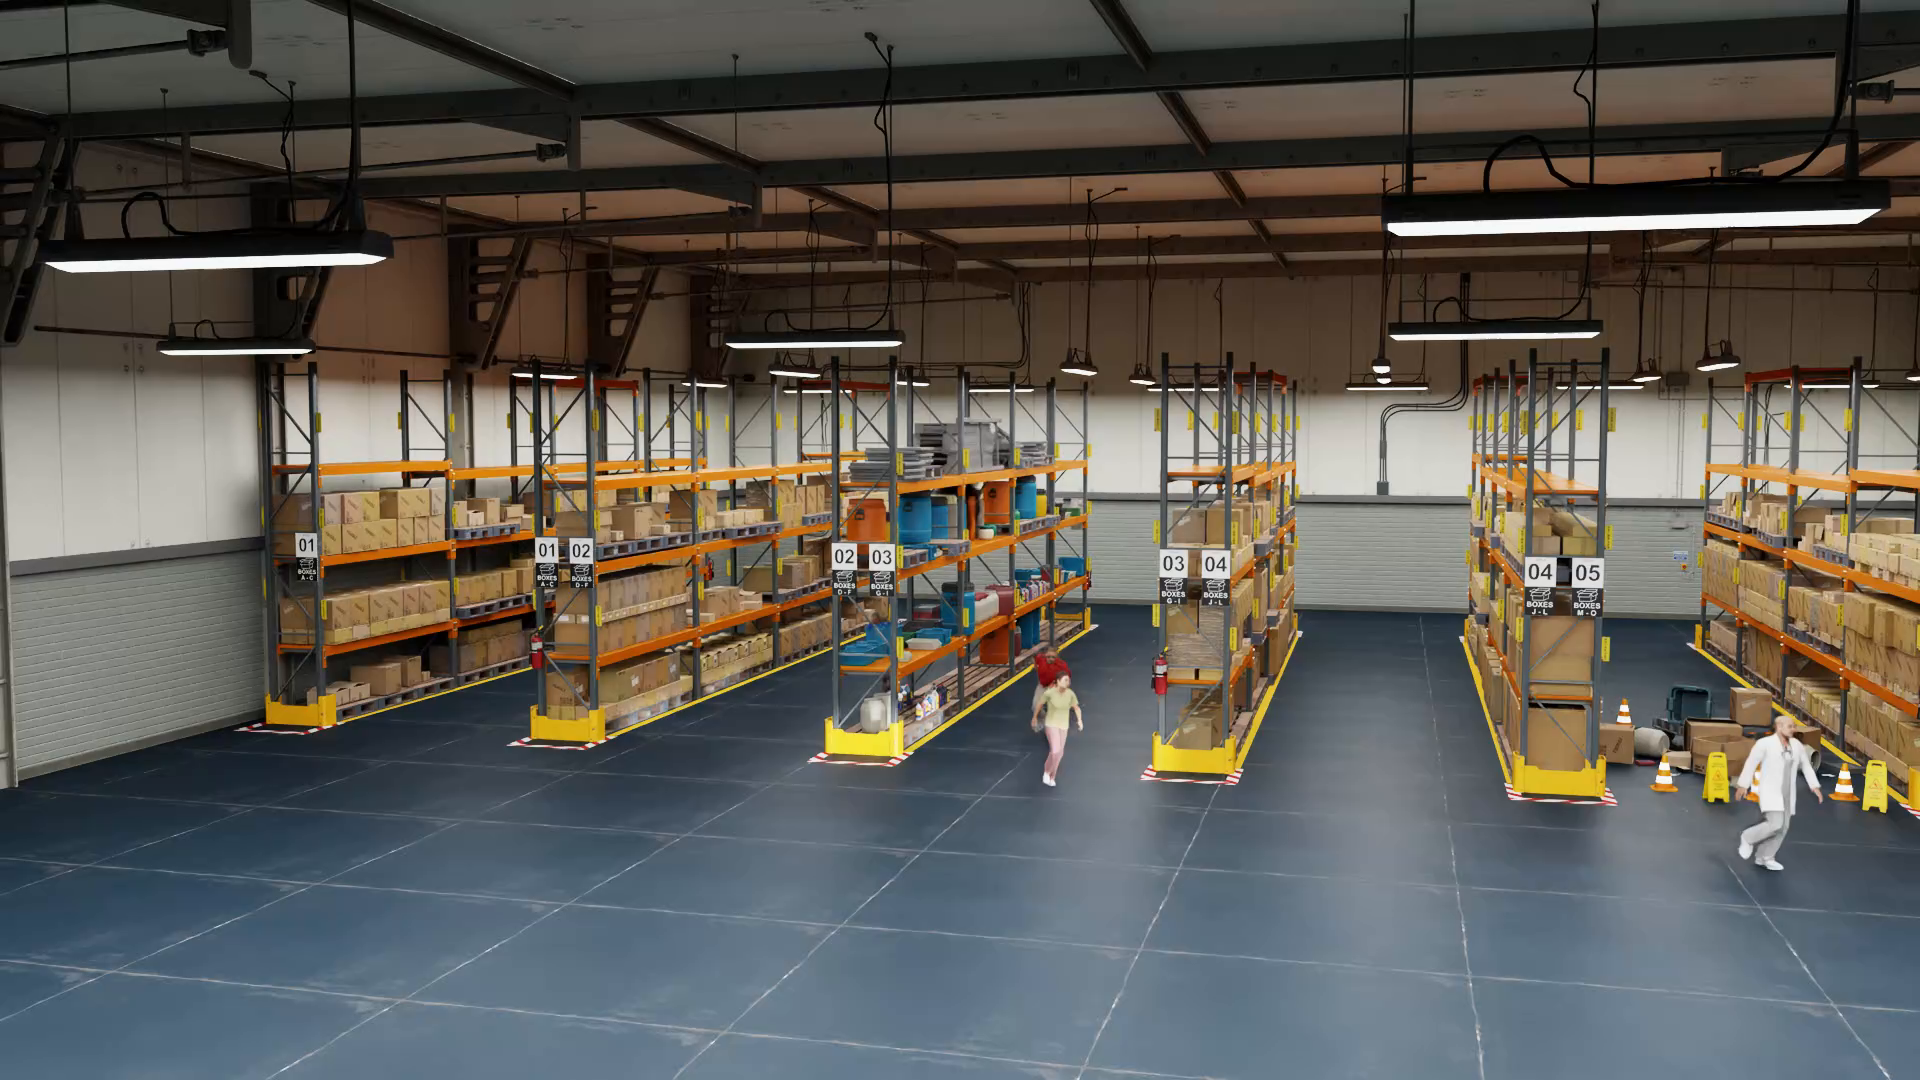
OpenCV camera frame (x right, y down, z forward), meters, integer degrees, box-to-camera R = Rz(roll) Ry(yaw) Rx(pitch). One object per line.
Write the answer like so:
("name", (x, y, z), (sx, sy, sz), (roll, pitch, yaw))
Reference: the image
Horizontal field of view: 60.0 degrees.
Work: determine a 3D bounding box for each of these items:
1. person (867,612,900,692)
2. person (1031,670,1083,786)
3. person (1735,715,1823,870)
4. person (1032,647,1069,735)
("person", (-1.403, 2.074, 30.971), (0.609, 1.526, 0.931), (2, 4, 25))
("person", (1.365, 2.588, 22.785), (0.555, 1.630, 0.728), (-2, 4, -21))
("person", (9.135, 2.822, 18.563), (0.713, 1.750, 0.717), (-1, 4, -15))
("person", (1.422, 2.395, 26.366), (0.672, 1.494, 1.007), (1, 4, 13))
